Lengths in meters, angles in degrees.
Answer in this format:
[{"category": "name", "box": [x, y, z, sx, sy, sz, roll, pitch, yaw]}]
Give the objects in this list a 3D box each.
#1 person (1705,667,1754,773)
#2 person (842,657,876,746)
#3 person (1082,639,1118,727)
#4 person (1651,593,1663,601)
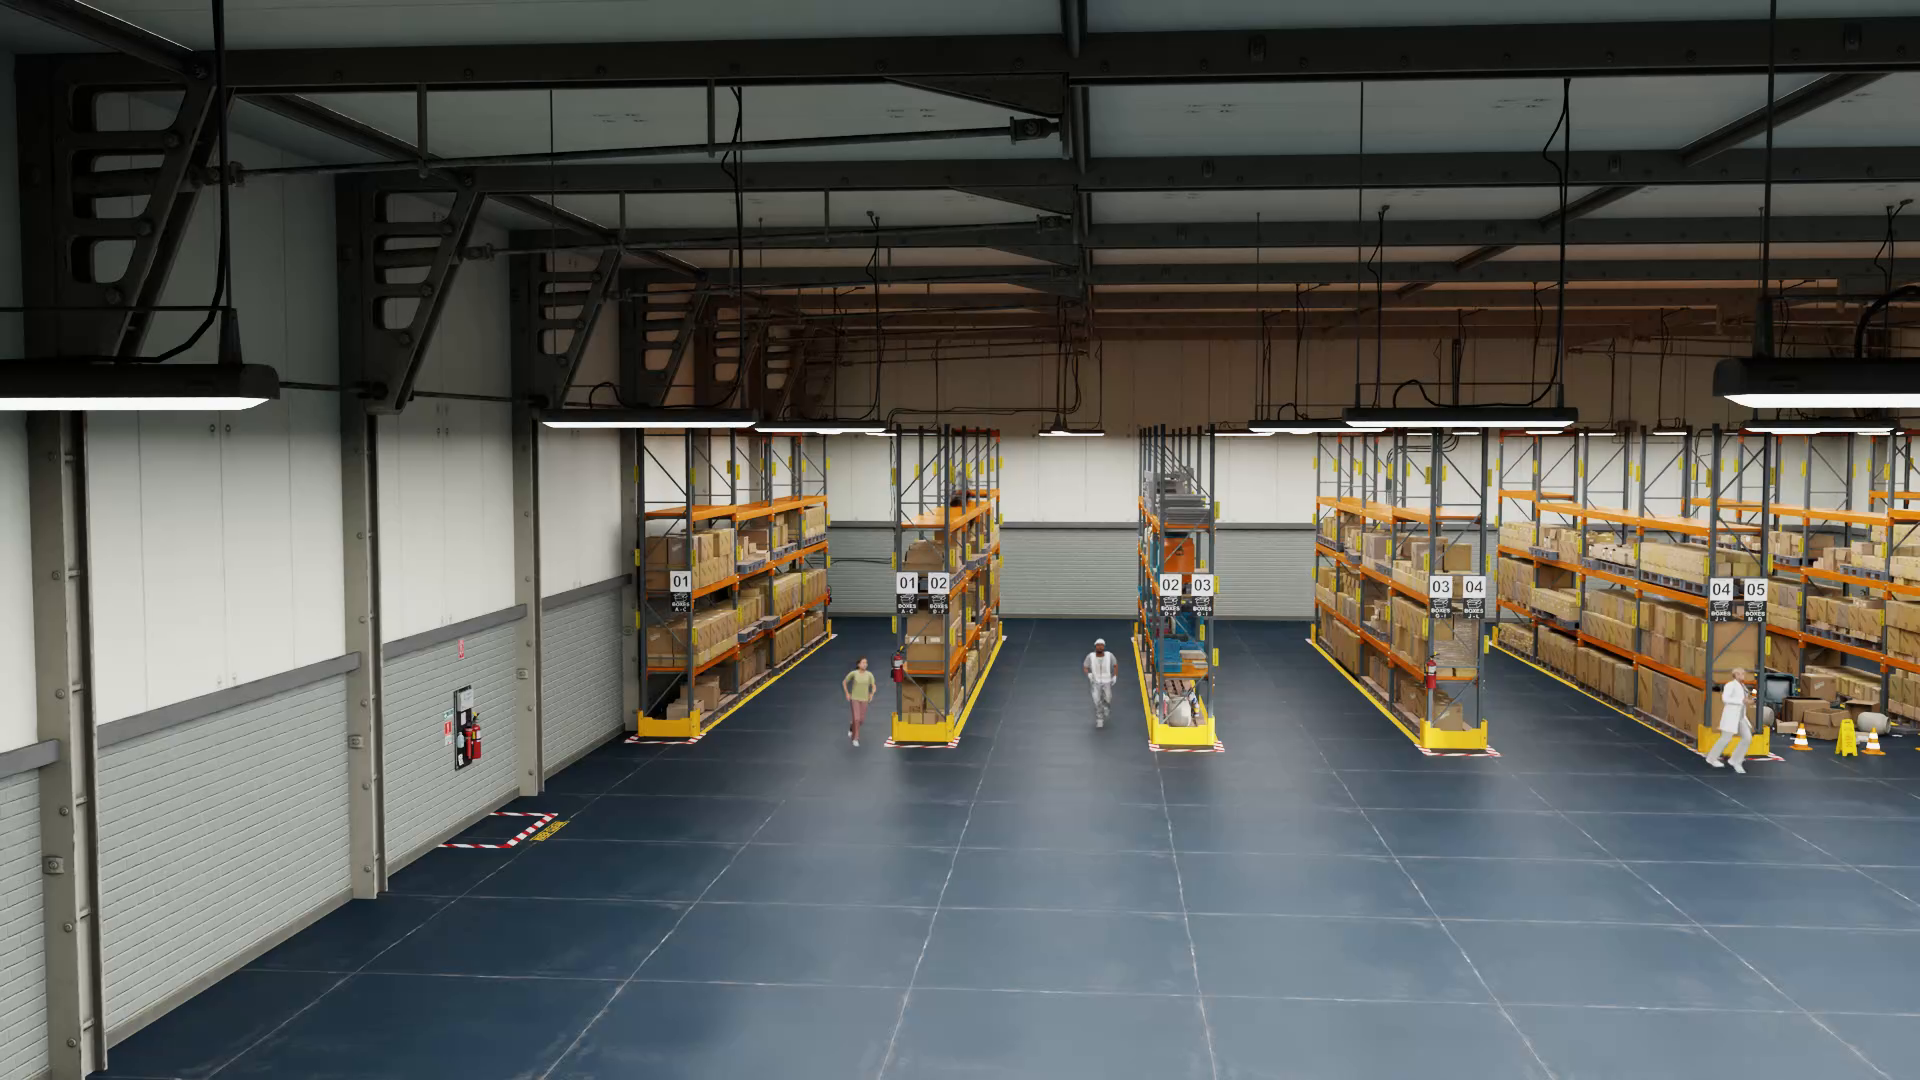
[{"category": "person", "box": [13.394, 3.107, 28.750, 0.713, 1.814, 0.795, -2, 4, -30]}, {"category": "person", "box": [-1.890, 3.012, 31.283, 0.624, 1.641, 0.663, -1, 4, -19]}, {"category": "person", "box": [2.803, 2.840, 33.195, 0.721, 1.736, 0.623, 0, 3, 0]}, {"category": "person", "box": [19.776, 2.062, 47.237, 0.558, 1.615, 0.645, 1, 4, 16]}]
